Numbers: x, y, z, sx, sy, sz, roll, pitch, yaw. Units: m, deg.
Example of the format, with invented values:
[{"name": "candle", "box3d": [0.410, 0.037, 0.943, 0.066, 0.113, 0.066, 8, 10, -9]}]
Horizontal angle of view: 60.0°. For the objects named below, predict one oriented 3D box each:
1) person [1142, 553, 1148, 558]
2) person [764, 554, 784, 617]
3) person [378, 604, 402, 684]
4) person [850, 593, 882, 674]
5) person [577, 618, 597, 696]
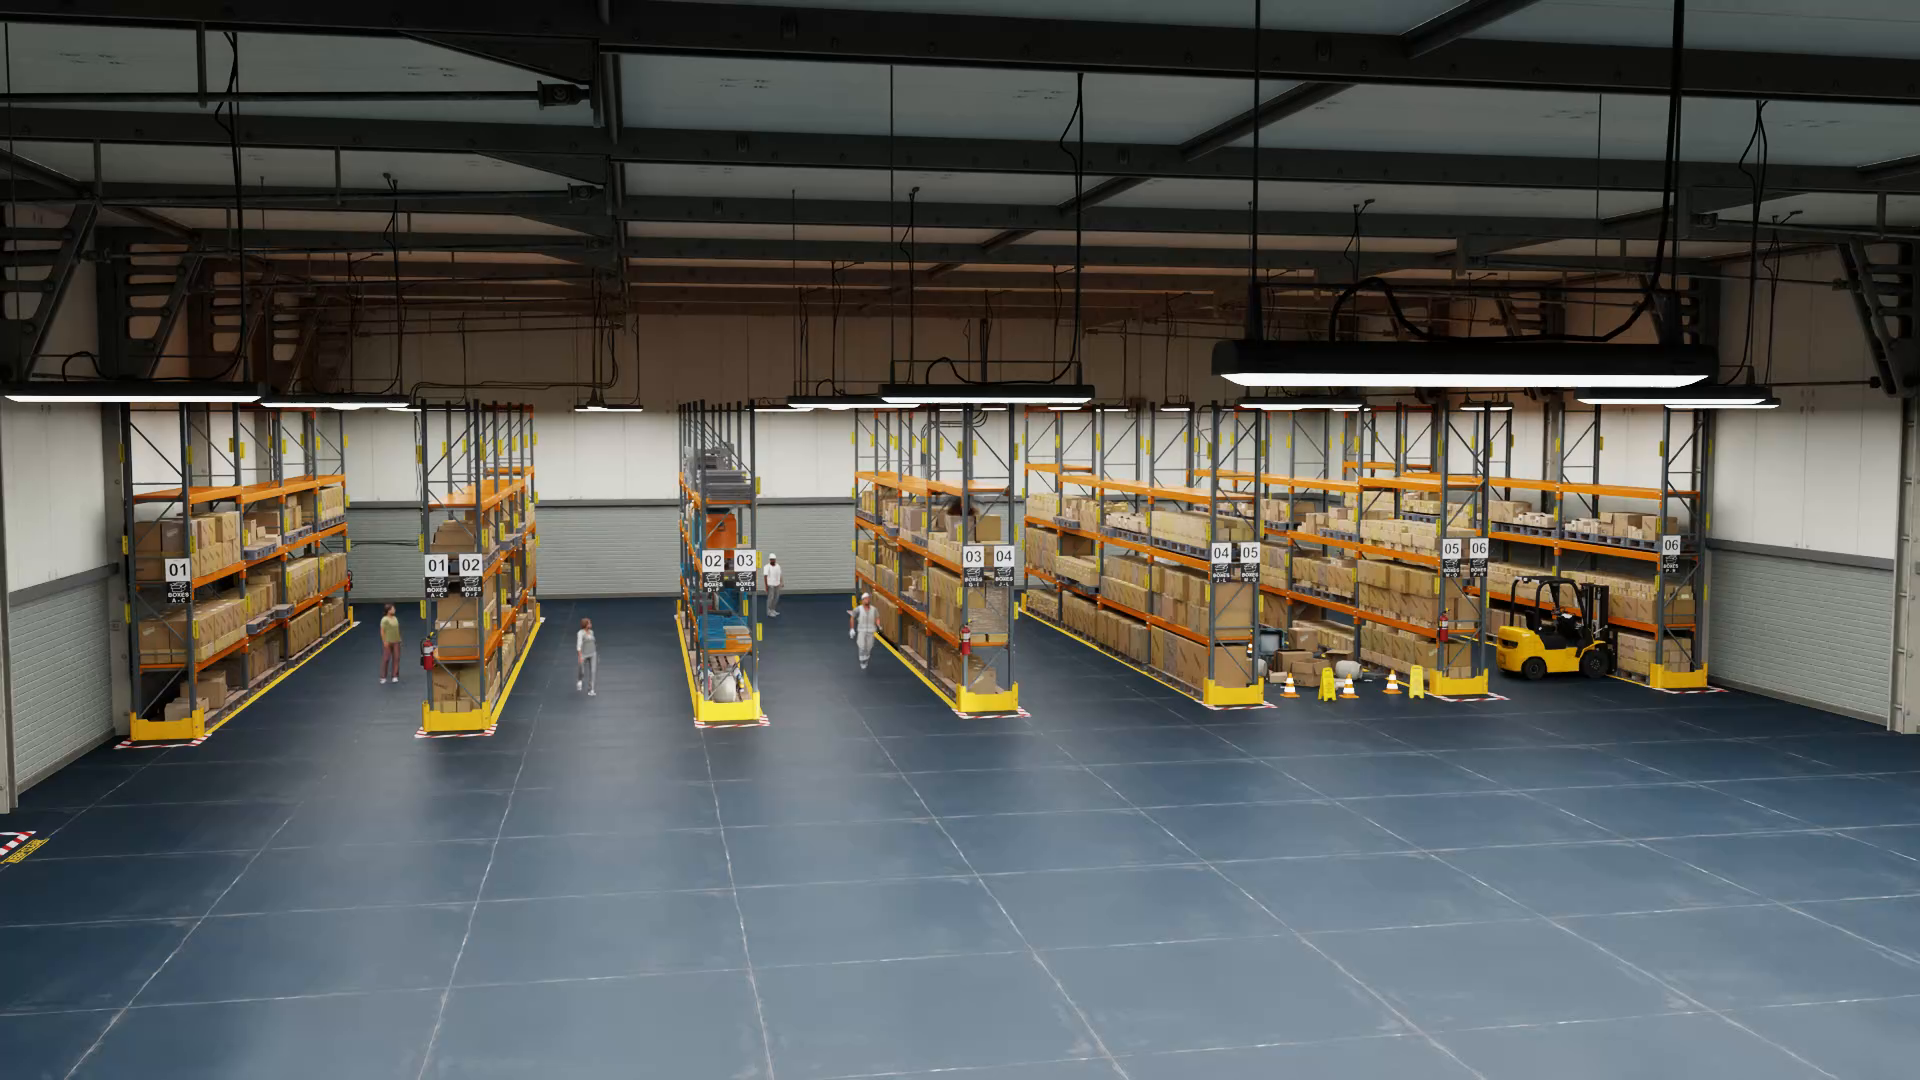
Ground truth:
[{"name": "person", "box3d": [5.958, 0.892, 52.889, 0.719, 1.644, 0.530, -3, 5, -38]}, {"name": "person", "box3d": [-5.314, 1.279, 47.282, 0.449, 1.777, 0.625, 3, 5, 32]}, {"name": "person", "box3d": [-12.205, 2.212, 35.635, 0.375, 1.702, 0.509, 3, 5, 35]}, {"name": "person", "box3d": [-2.108, 2.090, 37.071, 0.665, 1.810, 0.877, -1, 4, -9]}, {"name": "person", "box3d": [-7.619, 2.372, 33.964, 0.438, 1.571, 0.669, -2, 5, -25]}]
